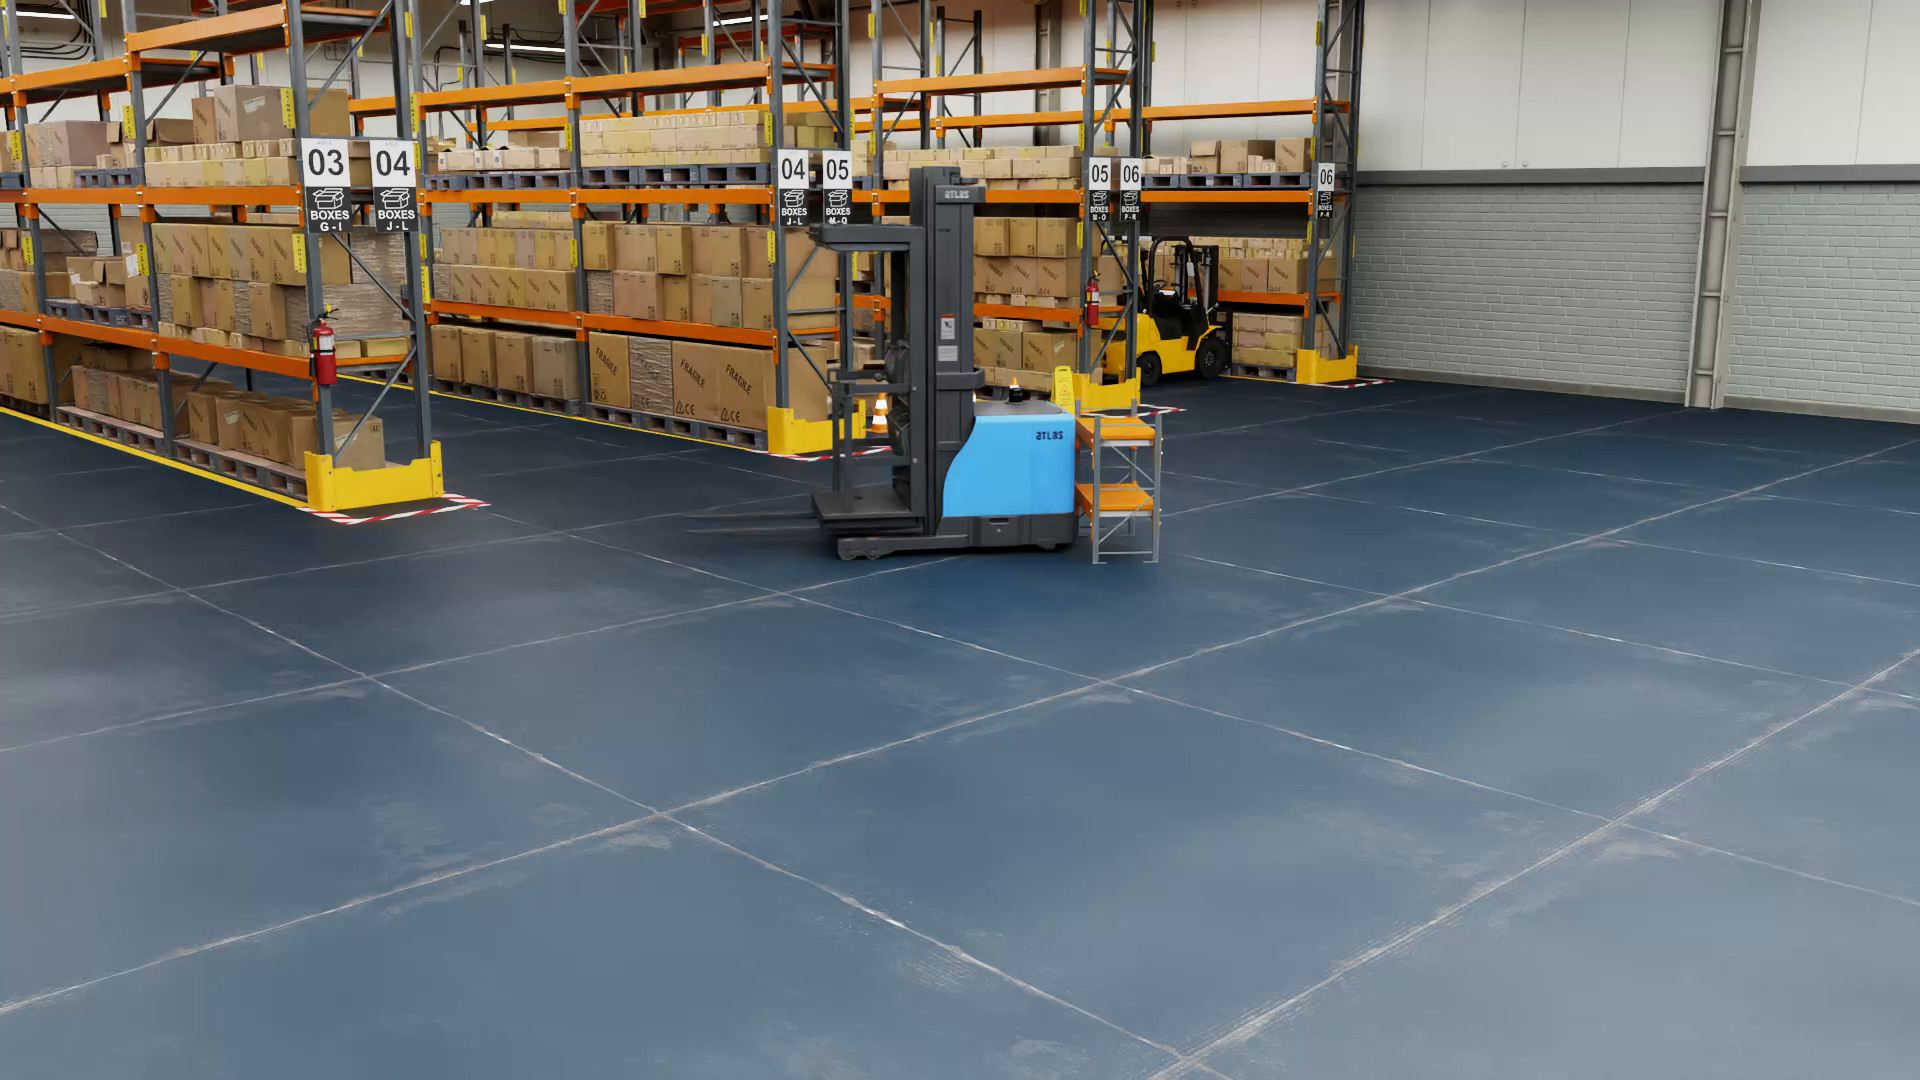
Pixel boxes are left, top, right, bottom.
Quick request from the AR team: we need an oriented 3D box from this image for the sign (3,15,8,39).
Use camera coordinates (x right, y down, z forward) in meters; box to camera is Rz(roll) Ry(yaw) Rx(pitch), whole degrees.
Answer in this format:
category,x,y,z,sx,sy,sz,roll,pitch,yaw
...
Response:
category,x,y,z,sx,sy,sz,roll,pitch,yaw
sign,-13.143,-7.071,22.920,0.100,0.325,0.005,-11,16,-43

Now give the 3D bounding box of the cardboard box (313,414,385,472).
category,x,y,z,sx,sy,sz,roll,pitch,yaw
cardboard box,-5.660,-0.882,15.415,0.500,0.500,0.500,-7,14,-32

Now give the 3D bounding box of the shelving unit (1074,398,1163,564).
category,x,y,z,sx,sy,sz,roll,pitch,yaw
shelving unit,1.210,-0.480,12.955,0.538,1.125,1.048,-1,12,-4

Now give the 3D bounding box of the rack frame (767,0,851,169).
category,x,y,z,sx,sy,sz,roll,pitch,yaw
rack frame,-1.584,-5.422,17.429,1.000,3.000,0.127,-11,16,-43

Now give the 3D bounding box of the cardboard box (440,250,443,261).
category,x,y,z,sx,sy,sz,roll,pitch,yaw
cardboard box,-7.290,-4.121,24.086,0.380,0.149,0.250,-11,16,-42

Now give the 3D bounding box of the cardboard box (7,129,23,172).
category,x,y,z,sx,sy,sz,roll,pitch,yaw
cardboard box,-11.239,-4.779,20.446,0.797,0.503,0.637,-10,15,-39

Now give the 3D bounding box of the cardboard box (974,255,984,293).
category,x,y,z,sx,sy,sz,roll,pitch,yaw
cardboard box,0.331,-3.648,22.698,0.500,0.500,0.500,-11,16,-42

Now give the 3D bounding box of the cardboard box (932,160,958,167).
category,x,y,z,sx,sy,sz,roll,pitch,yaw
cardboard box,-0.030,-5.062,22.750,0.500,0.250,0.500,-11,16,-42

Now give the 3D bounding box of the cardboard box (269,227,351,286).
category,x,y,z,sx,sy,sz,roll,pitch,yaw
cardboard box,-5.799,-2.538,14.833,0.500,0.500,0.500,-11,16,-43

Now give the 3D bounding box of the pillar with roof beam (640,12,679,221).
category,x,y,z,sx,sy,sz,roll,pitch,yaw
pillar with roof beam,-9.859,-9.073,35.150,9.100,9.000,0.548,-11,16,-43

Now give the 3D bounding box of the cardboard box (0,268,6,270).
category,x,y,z,sx,sy,sz,roll,pitch,yaw
cardboard box,-12.337,-3.285,21.674,0.500,0.500,0.500,-10,16,-41

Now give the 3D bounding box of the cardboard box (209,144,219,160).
category,x,y,z,sx,sy,sz,roll,pitch,yaw
cardboard box,-6.871,-3.674,15.761,0.380,0.149,0.250,-10,16,-41

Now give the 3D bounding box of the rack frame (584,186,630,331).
category,x,y,z,sx,sy,sz,roll,pitch,yaw
rack frame,-6.360,-4.940,29.955,1.000,3.000,0.127,-11,16,-43

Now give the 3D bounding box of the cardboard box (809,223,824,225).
category,x,y,z,sx,sy,sz,roll,pitch,yaw
cardboard box,-2.264,-4.875,26.005,0.250,0.149,0.380,11,16,42

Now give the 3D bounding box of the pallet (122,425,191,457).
category,x,y,z,sx,sy,sz,roll,pitch,yaw
pallet,-8.542,-1.139,18.417,1.003,0.211,1.213,-11,16,-43

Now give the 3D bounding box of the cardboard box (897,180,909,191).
category,x,y,z,sx,sy,sz,roll,pitch,yaw
cardboard box,-0.659,-4.992,23.398,0.380,0.149,0.250,-11,16,-42

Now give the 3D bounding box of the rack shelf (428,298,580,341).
category,x,y,z,sx,sy,sz,roll,pitch,yaw
rack shelf,-5.727,-3.007,22.357,1.077,0.370,4.000,-11,16,-43

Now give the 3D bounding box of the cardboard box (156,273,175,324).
category,x,y,z,sx,sy,sz,roll,pitch,yaw
cardboard box,-7.737,-2.512,17.184,0.875,0.500,0.500,-11,16,-43

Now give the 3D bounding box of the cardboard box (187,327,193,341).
category,x,y,z,sx,sy,sz,roll,pitch,yaw
cardboard box,-7.537,-2.089,16.739,0.380,0.149,0.250,-11,16,-43

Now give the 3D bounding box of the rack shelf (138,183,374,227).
category,x,y,z,sx,sy,sz,roll,pitch,yaw
rack shelf,-6.622,-3.216,15.938,1.077,0.370,4.000,-11,16,-43

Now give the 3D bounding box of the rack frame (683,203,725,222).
category,x,y,z,sx,sy,sz,roll,pitch,yaw
rack frame,-5.535,-6.216,36.148,1.000,3.000,0.127,-11,16,-43

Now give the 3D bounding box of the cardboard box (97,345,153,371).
category,x,y,z,sx,sy,sz,roll,pitch,yaw
cardboard box,-9.907,-2.164,19.727,0.500,0.250,0.500,-9,14,-36

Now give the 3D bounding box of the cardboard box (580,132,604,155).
category,x,y,z,sx,sy,sz,roll,pitch,yaw
cardboard box,-4.211,-4.753,19.962,0.500,0.250,0.500,-11,16,-42

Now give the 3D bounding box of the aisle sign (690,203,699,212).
category,x,y,z,sx,sy,sz,roll,pitch,yaw
aisle sign,-5.795,-7.458,35.735,0.394,0.787,0.004,-11,16,-43

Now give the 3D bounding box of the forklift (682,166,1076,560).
category,x,y,z,sx,sy,sz,roll,pitch,yaw
forklift,-0.663,-1.396,12.923,3.031,2.935,1.130,-2,12,-10

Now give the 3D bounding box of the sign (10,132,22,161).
category,x,y,z,sx,sy,sz,roll,pitch,yaw
sign,-11.172,-4.660,19.686,0.100,0.325,0.005,-11,16,-43

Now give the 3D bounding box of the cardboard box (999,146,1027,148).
category,x,y,z,sx,sy,sz,roll,pitch,yaw
cardboard box,1.016,-6.533,28.717,0.500,0.500,0.500,-10,16,-41

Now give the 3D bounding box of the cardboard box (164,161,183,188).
category,x,y,z,sx,sy,sz,roll,pitch,yaw
cardboard box,-7.508,-3.609,16.434,0.500,0.250,0.500,-11,16,-43

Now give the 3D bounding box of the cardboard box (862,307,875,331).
category,x,y,z,sx,sy,sz,roll,pitch,yaw
cardboard box,-1.532,-4.285,31.931,0.500,0.500,0.500,11,16,43

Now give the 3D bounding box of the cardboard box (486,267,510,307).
category,x,y,z,sx,sy,sz,roll,pitch,yaw
cardboard box,-5.950,-3.377,22.120,0.500,0.500,0.500,-11,16,-43

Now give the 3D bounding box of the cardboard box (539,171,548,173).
category,x,y,z,sx,sy,sz,roll,pitch,yaw
cardboard box,-7.315,-6.907,30.523,0.797,0.503,0.637,-9,15,-38

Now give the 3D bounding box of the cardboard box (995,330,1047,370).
category,x,y,z,sx,sy,sz,roll,pitch,yaw
cardboard box,0.822,-2.571,22.372,0.500,0.500,0.500,-10,15,-40

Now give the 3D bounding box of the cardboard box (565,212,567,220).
category,x,y,z,sx,sy,sz,roll,pitch,yaw
cardboard box,-6.907,-5.850,30.041,0.380,0.149,0.250,-10,16,-41

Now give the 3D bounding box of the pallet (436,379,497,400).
category,x,y,z,sx,sy,sz,roll,pitch,yaw
pallet,-6.618,-2.160,23.373,1.003,0.211,1.213,-11,16,-43

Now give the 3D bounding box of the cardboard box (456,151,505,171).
category,x,y,z,sx,sy,sz,roll,pitch,yaw
cardboard box,-6.422,-5.092,22.345,0.500,0.250,0.500,-10,16,-41

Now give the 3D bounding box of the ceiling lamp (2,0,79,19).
category,x,y,z,sx,sy,sz,roll,pitch,yaw
ceiling lamp,-16.310,-10.685,28.507,2.000,3.185,0.800,-11,16,-43

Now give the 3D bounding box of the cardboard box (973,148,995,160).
category,x,y,z,sx,sy,sz,roll,pitch,yaw
cardboard box,0.396,-5.152,22.200,0.380,0.149,0.250,-10,16,-41

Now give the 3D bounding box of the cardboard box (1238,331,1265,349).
category,x,y,z,sx,sy,sz,roll,pitch,yaw
cardboard box,4.613,-3.087,25.495,0.500,0.250,0.500,-11,16,-43

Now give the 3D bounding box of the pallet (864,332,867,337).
category,x,y,z,sx,sy,sz,roll,pitch,yaw
pallet,-2.184,-4.153,33.045,1.003,0.211,1.213,-11,16,-43

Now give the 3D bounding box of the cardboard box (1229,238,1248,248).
category,x,y,z,sx,sy,sz,roll,pitch,yaw
cardboard box,4.343,-4.551,25.477,0.380,0.149,0.250,-10,16,-41

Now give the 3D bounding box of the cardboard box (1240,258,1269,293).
category,x,y,z,sx,sy,sz,roll,pitch,yaw
cardboard box,4.633,-4.042,25.349,0.500,0.500,0.500,-10,15,-41

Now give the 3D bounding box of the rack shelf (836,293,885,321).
category,x,y,z,sx,sy,sz,roll,pitch,yaw
rack shelf,-2.217,-3.712,25.777,1.077,0.370,4.000,-11,16,-43

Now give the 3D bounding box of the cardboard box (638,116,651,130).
category,x,y,z,sx,sy,sz,roll,pitch,yaw
cardboard box,-3.460,-4.773,19.069,0.380,0.149,0.250,-11,16,-43

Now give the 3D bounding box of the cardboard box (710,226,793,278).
category,x,y,z,sx,sy,sz,roll,pitch,yaw
cardboard box,-2.258,-3.213,18.527,0.875,0.550,0.550,-11,16,-43

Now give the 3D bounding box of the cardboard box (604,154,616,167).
category,x,y,z,sx,sy,sz,roll,pitch,yaw
cardboard box,-3.989,-4.494,19.690,0.380,0.149,0.250,-11,16,-43

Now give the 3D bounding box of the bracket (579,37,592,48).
category,x,y,z,sx,sy,sz,roll,pitch,yaw
bracket,-8.925,-11.793,39.432,0.235,0.232,0.430,-11,16,-43

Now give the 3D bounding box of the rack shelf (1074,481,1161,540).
category,x,y,z,sx,sy,sz,roll,pitch,yaw
rack shelf,1.210,-0.241,13.004,0.538,0.278,1.000,-1,12,-4

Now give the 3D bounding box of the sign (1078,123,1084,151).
category,x,y,z,sx,sy,sz,roll,pitch,yaw
sign,1.511,-5.017,20.701,0.100,0.325,0.005,-11,16,-43

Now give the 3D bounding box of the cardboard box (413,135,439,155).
category,x,y,z,sx,sy,sz,roll,pitch,yaw
cardboard box,-7.576,-5.567,23.422,0.396,0.266,0.258,-11,16,-43

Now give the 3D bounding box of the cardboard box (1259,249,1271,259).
category,x,y,z,sx,sy,sz,roll,pitch,yaw
cardboard box,4.739,-4.339,25.181,0.380,0.149,0.250,-11,16,-42

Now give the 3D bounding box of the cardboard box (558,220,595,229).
category,x,y,z,sx,sy,sz,roll,pitch,yaw
cardboard box,-6.886,-5.509,29.991,0.500,0.500,0.500,-11,16,-43

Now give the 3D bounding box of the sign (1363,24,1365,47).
category,x,y,z,sx,sy,sz,roll,pitch,yaw
sign,5.920,-7.430,24.469,0.100,0.325,0.005,-11,16,-43

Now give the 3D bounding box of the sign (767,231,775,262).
category,x,y,z,sx,sy,sz,roll,pitch,yaw
sign,-1.986,-3.093,17.536,0.100,0.325,0.005,-11,16,-43
